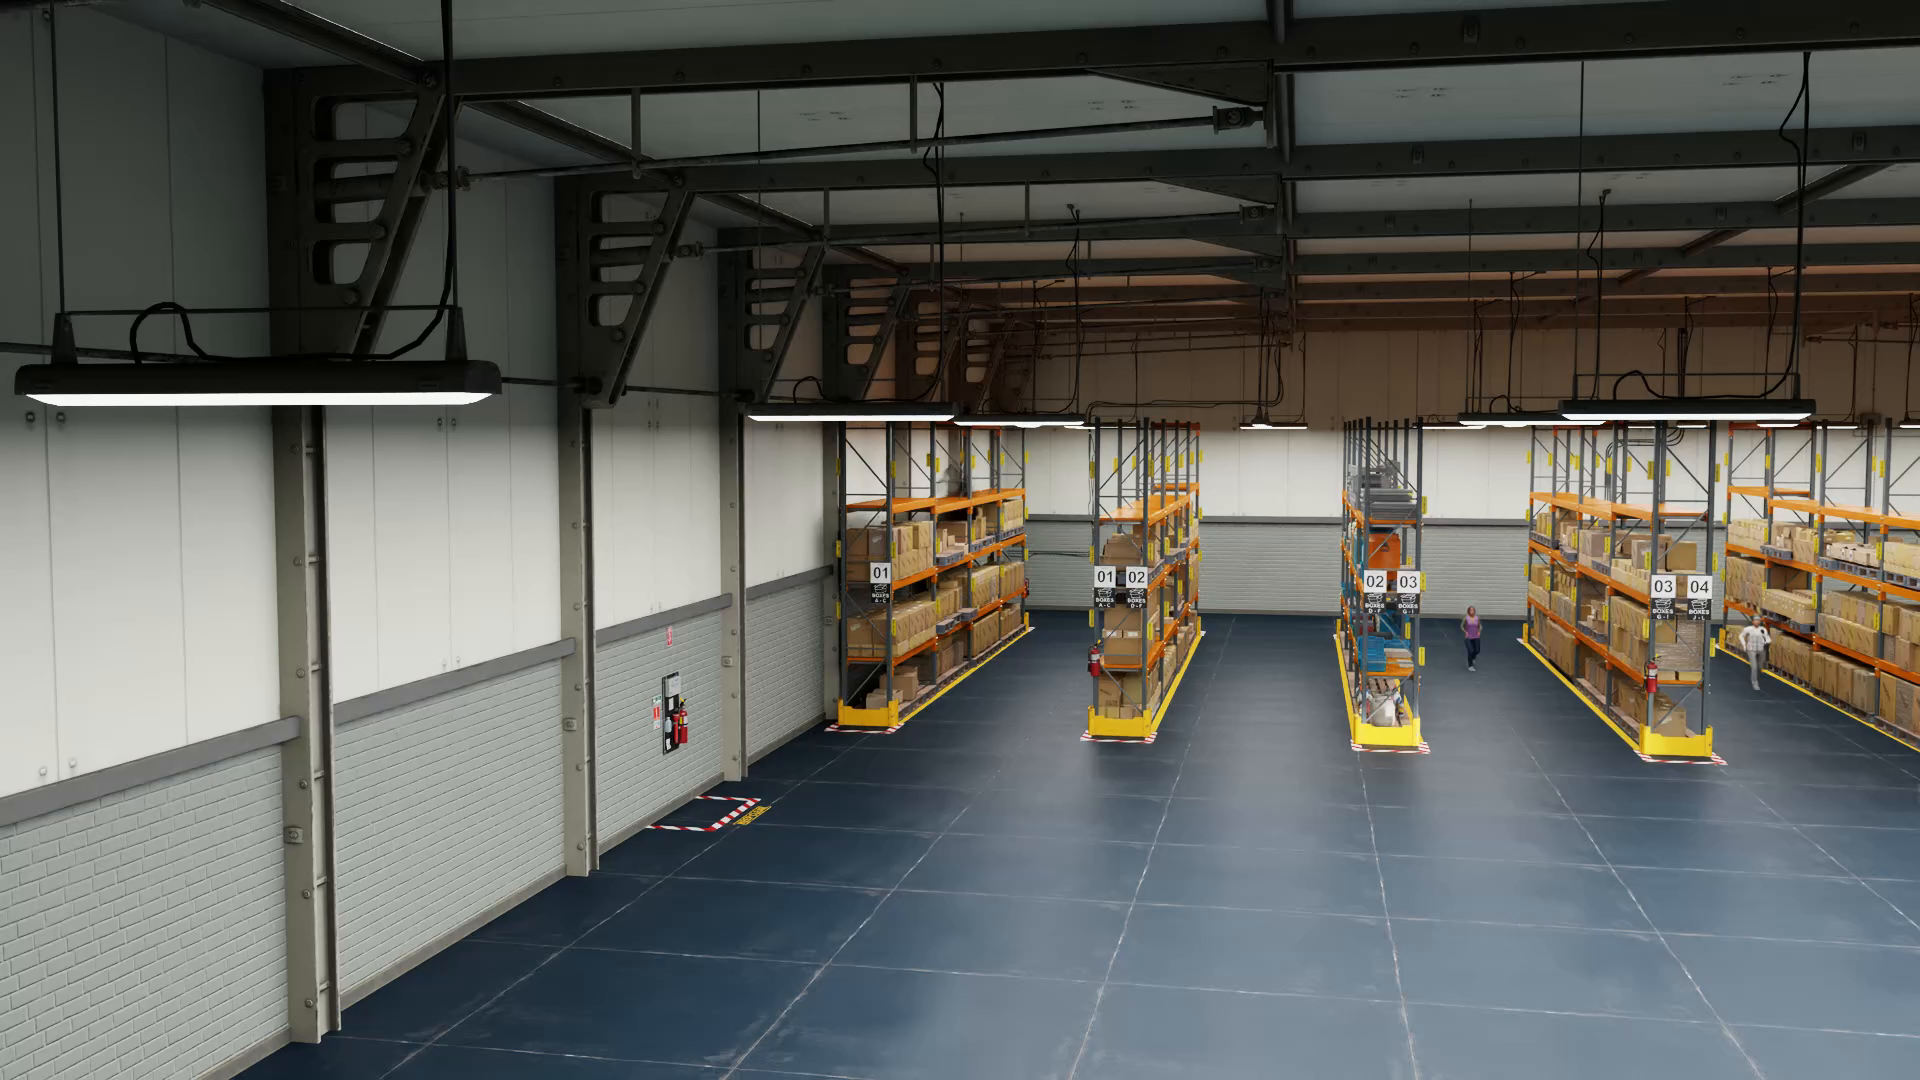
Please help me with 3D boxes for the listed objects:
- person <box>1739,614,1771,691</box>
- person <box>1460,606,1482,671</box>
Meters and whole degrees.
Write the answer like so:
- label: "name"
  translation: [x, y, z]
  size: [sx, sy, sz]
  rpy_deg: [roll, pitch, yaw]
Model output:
- label: "person"
  translation: [17.707, 2.470, 37.022]
  size: [0.622, 1.670, 0.896]
  rpy_deg: [1, 4, 10]
- label: "person"
  translation: [12.262, 2.359, 39.850]
  size: [0.512, 1.554, 0.530]
  rpy_deg: [0, 4, 4]
